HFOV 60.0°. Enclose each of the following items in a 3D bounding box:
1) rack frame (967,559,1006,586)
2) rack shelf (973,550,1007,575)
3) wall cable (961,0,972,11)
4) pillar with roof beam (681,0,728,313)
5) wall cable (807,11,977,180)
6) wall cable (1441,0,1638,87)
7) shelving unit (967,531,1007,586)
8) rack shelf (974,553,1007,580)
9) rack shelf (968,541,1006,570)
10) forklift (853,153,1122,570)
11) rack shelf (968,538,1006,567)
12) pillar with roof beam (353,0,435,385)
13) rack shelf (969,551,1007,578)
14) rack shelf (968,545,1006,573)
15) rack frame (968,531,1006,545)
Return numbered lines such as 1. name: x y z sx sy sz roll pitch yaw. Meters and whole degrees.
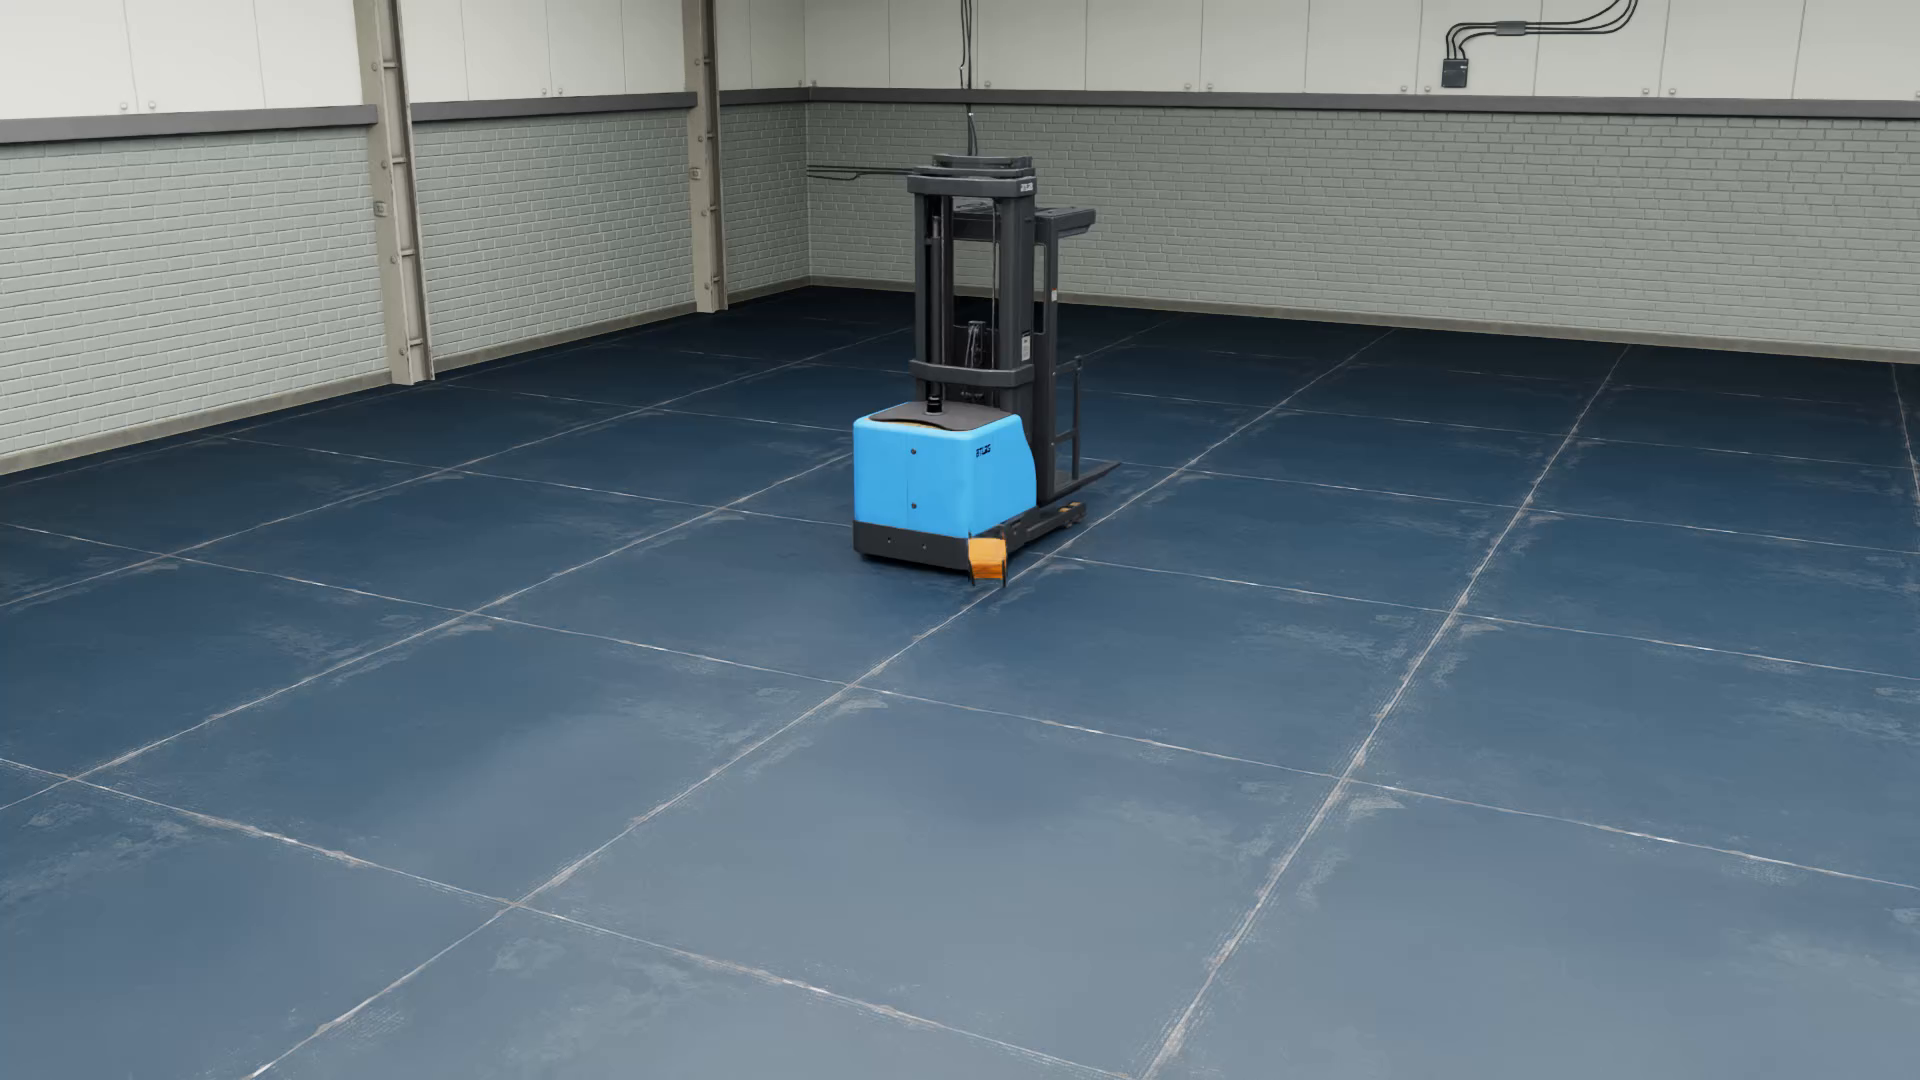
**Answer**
1. rack frame: 0.188 0.227 11.303 0.240 0.006 1.200 1 -10 2
2. rack shelf: 0.191 0.145 11.362 0.258 0.180 0.103 1 -10 2
3. wall cable: 1.284 -8.847 23.589 3.097 2.526 0.112 8 18 25
4. pillar with roof beam: 0.215 -7.129 21.221 9.100 9.000 0.400 8 18 25
5. wall cable: -1.136 -6.770 25.467 3.097 2.526 0.112 8 18 25
6. wall cable: 7.349 -8.677 20.461 2.305 6.003 0.169 8 18 25
7. shelving unit: 0.190 0.137 11.319 0.258 0.189 1.200 1 -10 2
8. rack shelf: 0.199 0.185 11.599 0.258 0.180 0.103 1 -10 2
9. rack shelf: 0.183 0.104 11.126 0.258 0.180 0.103 1 -10 2
10. forklift: 0.372 -1.556 13.116 1.130 2.935 3.031 9 19 29
11. rack shelf: 0.179 0.084 11.008 0.258 0.180 0.103 1 -10 2
12. pillar with roof beam: -2.466 -5.601 16.075 9.100 9.000 0.400 8 18 25
13. rack shelf: 0.195 0.165 11.481 0.258 0.180 0.103 1 -10 2
14. rack shelf: 0.187 0.125 11.244 0.258 0.180 0.103 1 -10 2
15. rack frame: 0.191 0.047 11.334 0.240 0.006 1.200 1 -10 2
